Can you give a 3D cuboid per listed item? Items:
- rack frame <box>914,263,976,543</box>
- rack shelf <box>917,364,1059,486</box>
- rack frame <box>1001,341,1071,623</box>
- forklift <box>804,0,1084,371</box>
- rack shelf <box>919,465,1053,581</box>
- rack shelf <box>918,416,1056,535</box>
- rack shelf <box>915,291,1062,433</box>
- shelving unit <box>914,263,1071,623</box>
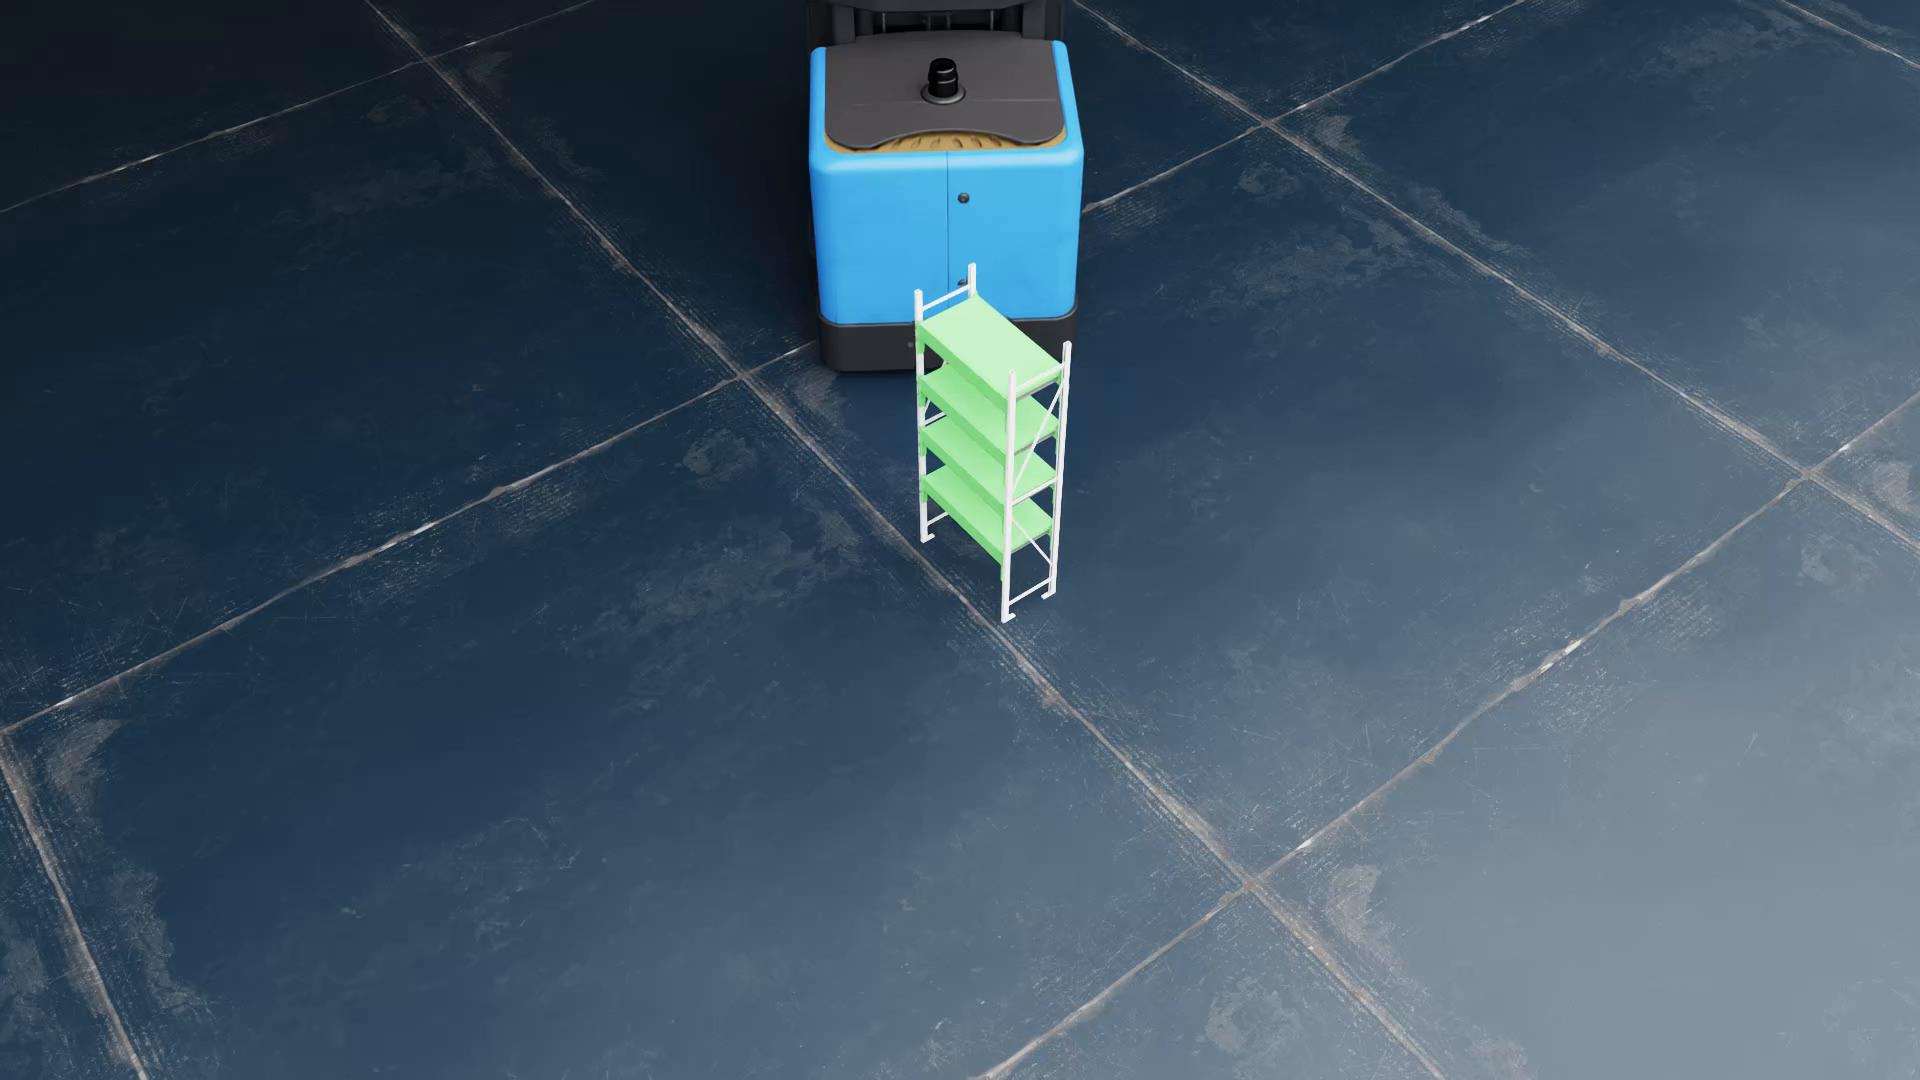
[{"bbox_3d":[-0.048,-0.449,5.847,0.240,1.200,0.015,-29,54,-24],"label":"rack frame"},{"bbox_3d":[0.100,-0.424,5.587,0.258,0.148,0.480,-29,54,-24],"label":"rack shelf"},{"bbox_3d":[0.248,-0.162,5.587,0.240,1.200,0.015,-29,54,-24],"label":"rack frame"},{"bbox_3d":[-0.119,-2.758,6.772,1.130,2.935,3.031,-2,48,-2],"label":"forklift"},{"bbox_3d":[0.100,-0.101,5.942,0.258,0.148,0.480,-29,54,-24],"label":"rack shelf"},{"bbox_3d":[0.100,-0.262,5.764,0.258,0.148,0.480,-29,54,-24],"label":"rack shelf"},{"bbox_3d":[0.100,-0.585,5.409,0.258,0.148,0.480,-29,54,-24],"label":"rack shelf"},{"bbox_3d":[0.100,-0.305,5.717,0.258,1.200,0.503,-29,54,-24],"label":"shelving unit"}]
